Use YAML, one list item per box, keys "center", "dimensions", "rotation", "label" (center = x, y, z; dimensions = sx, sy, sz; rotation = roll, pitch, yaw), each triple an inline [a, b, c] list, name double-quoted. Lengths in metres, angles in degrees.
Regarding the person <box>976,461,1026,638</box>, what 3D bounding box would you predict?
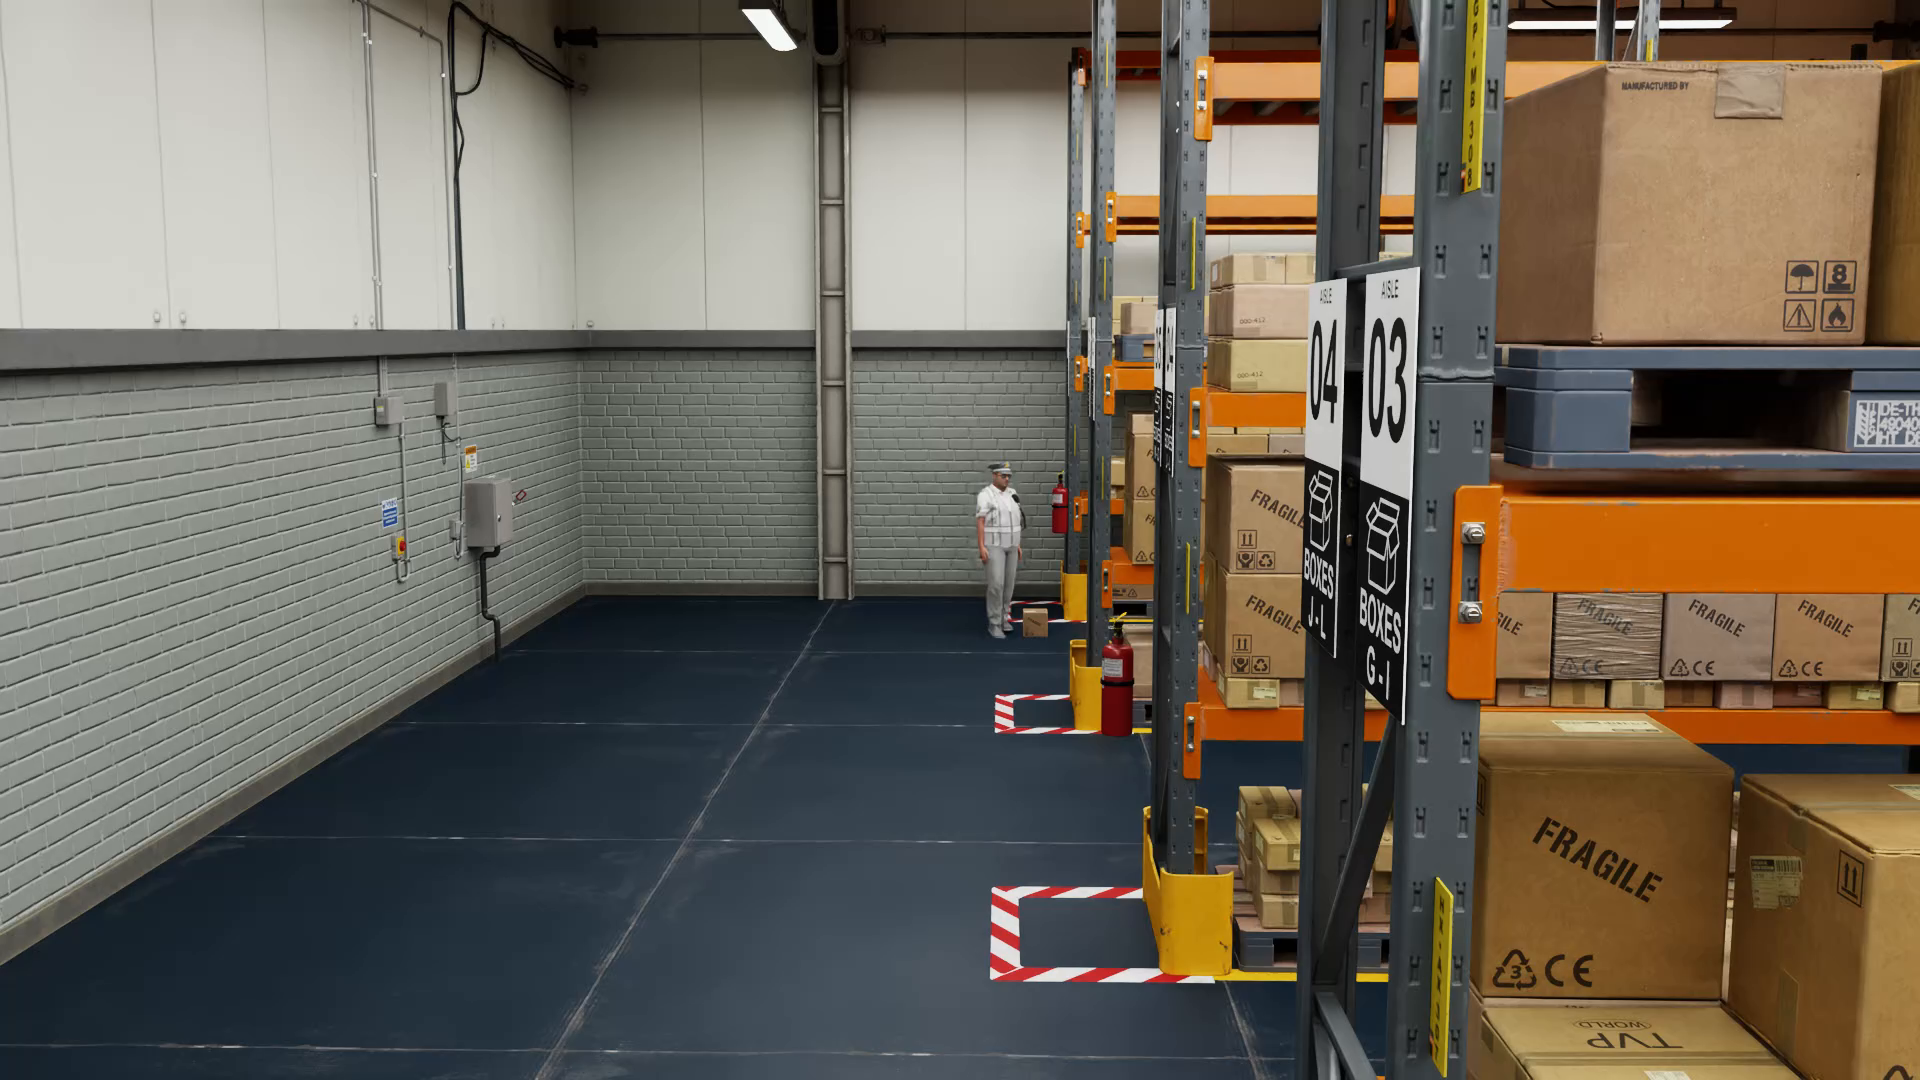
- center: [0.459, 0.103, 17.074]
  dimensions: [0.555, 1.799, 0.546]
  rotation: [-6, 9, -38]
  label: "person"
